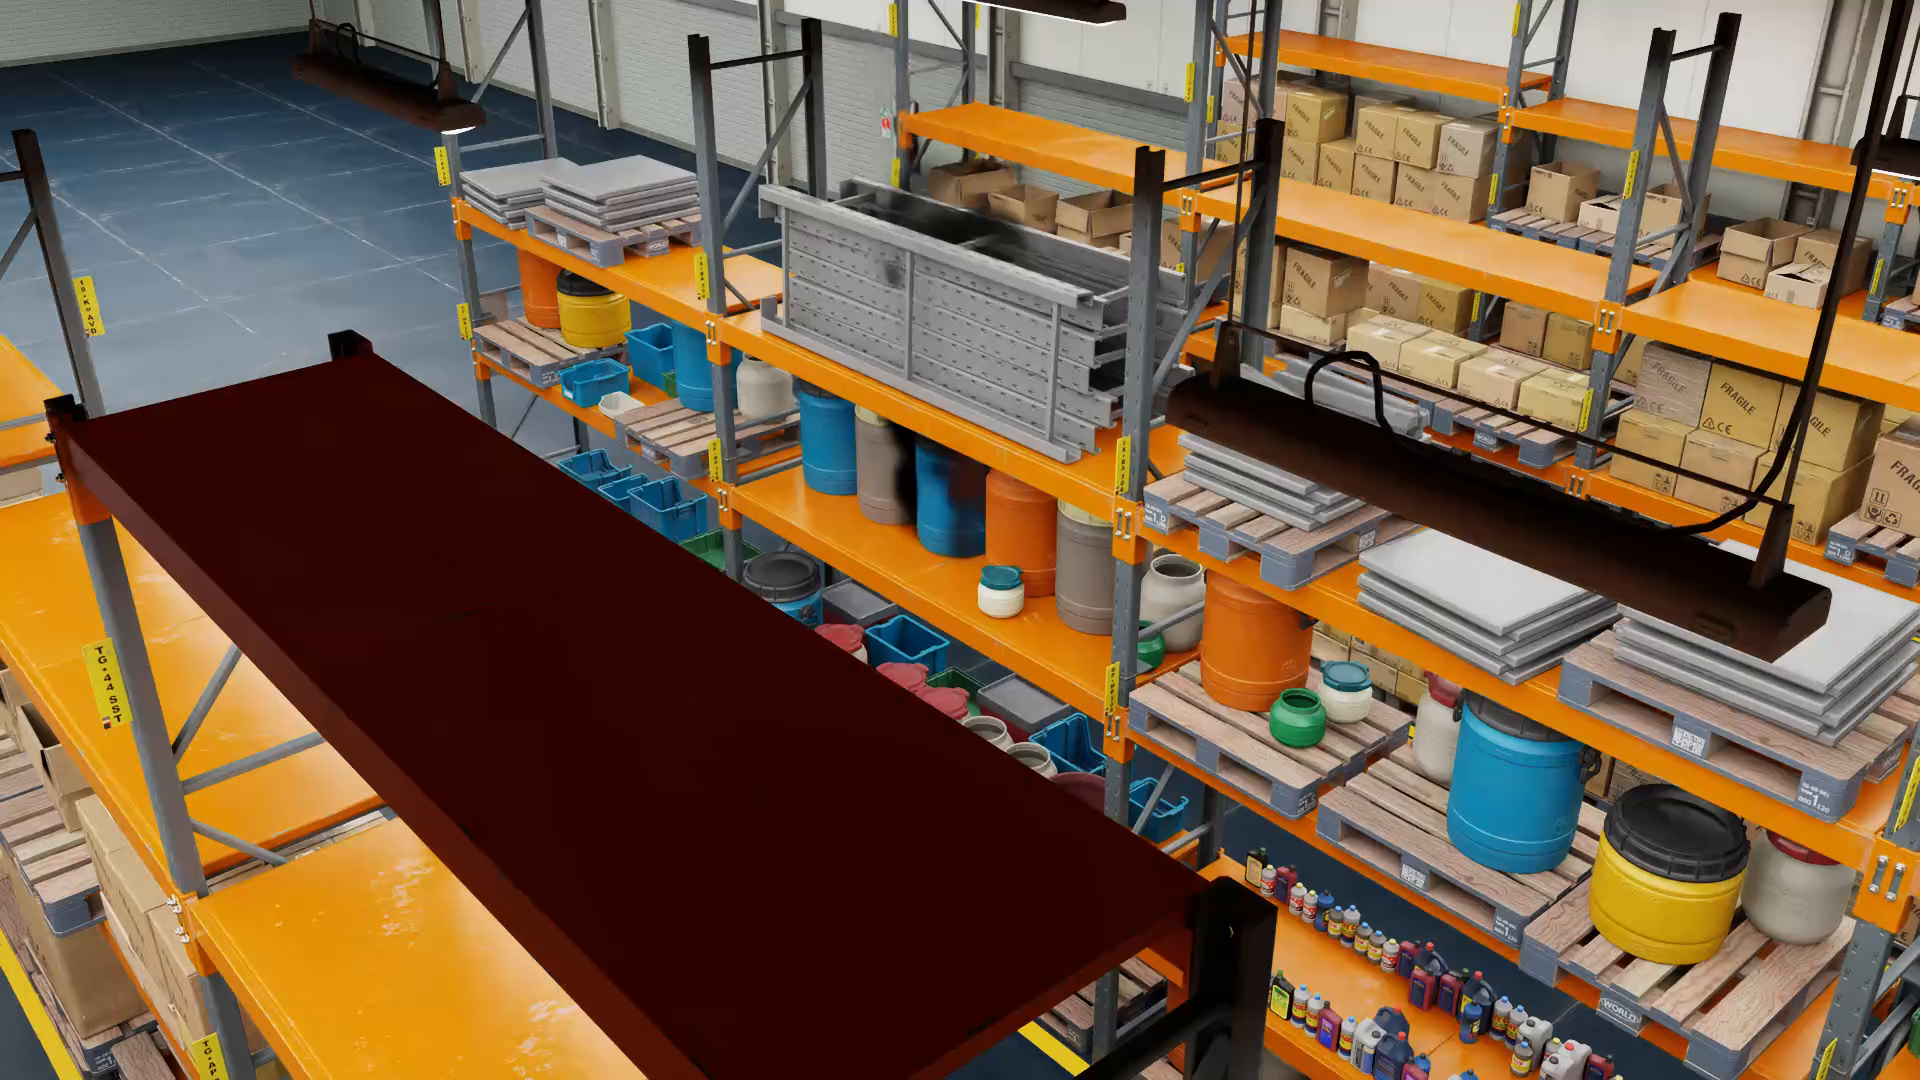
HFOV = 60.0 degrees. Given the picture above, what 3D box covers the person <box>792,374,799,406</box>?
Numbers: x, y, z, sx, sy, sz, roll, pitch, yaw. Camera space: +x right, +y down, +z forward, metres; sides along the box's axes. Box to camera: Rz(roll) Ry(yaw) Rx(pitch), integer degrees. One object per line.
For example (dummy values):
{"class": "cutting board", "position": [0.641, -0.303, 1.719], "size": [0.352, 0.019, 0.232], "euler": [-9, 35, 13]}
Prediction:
{"class": "person", "position": [-2.104, -2.101, 19.802], "size": [0.593, 1.724, 0.738], "euler": [-5, 27, -10]}
